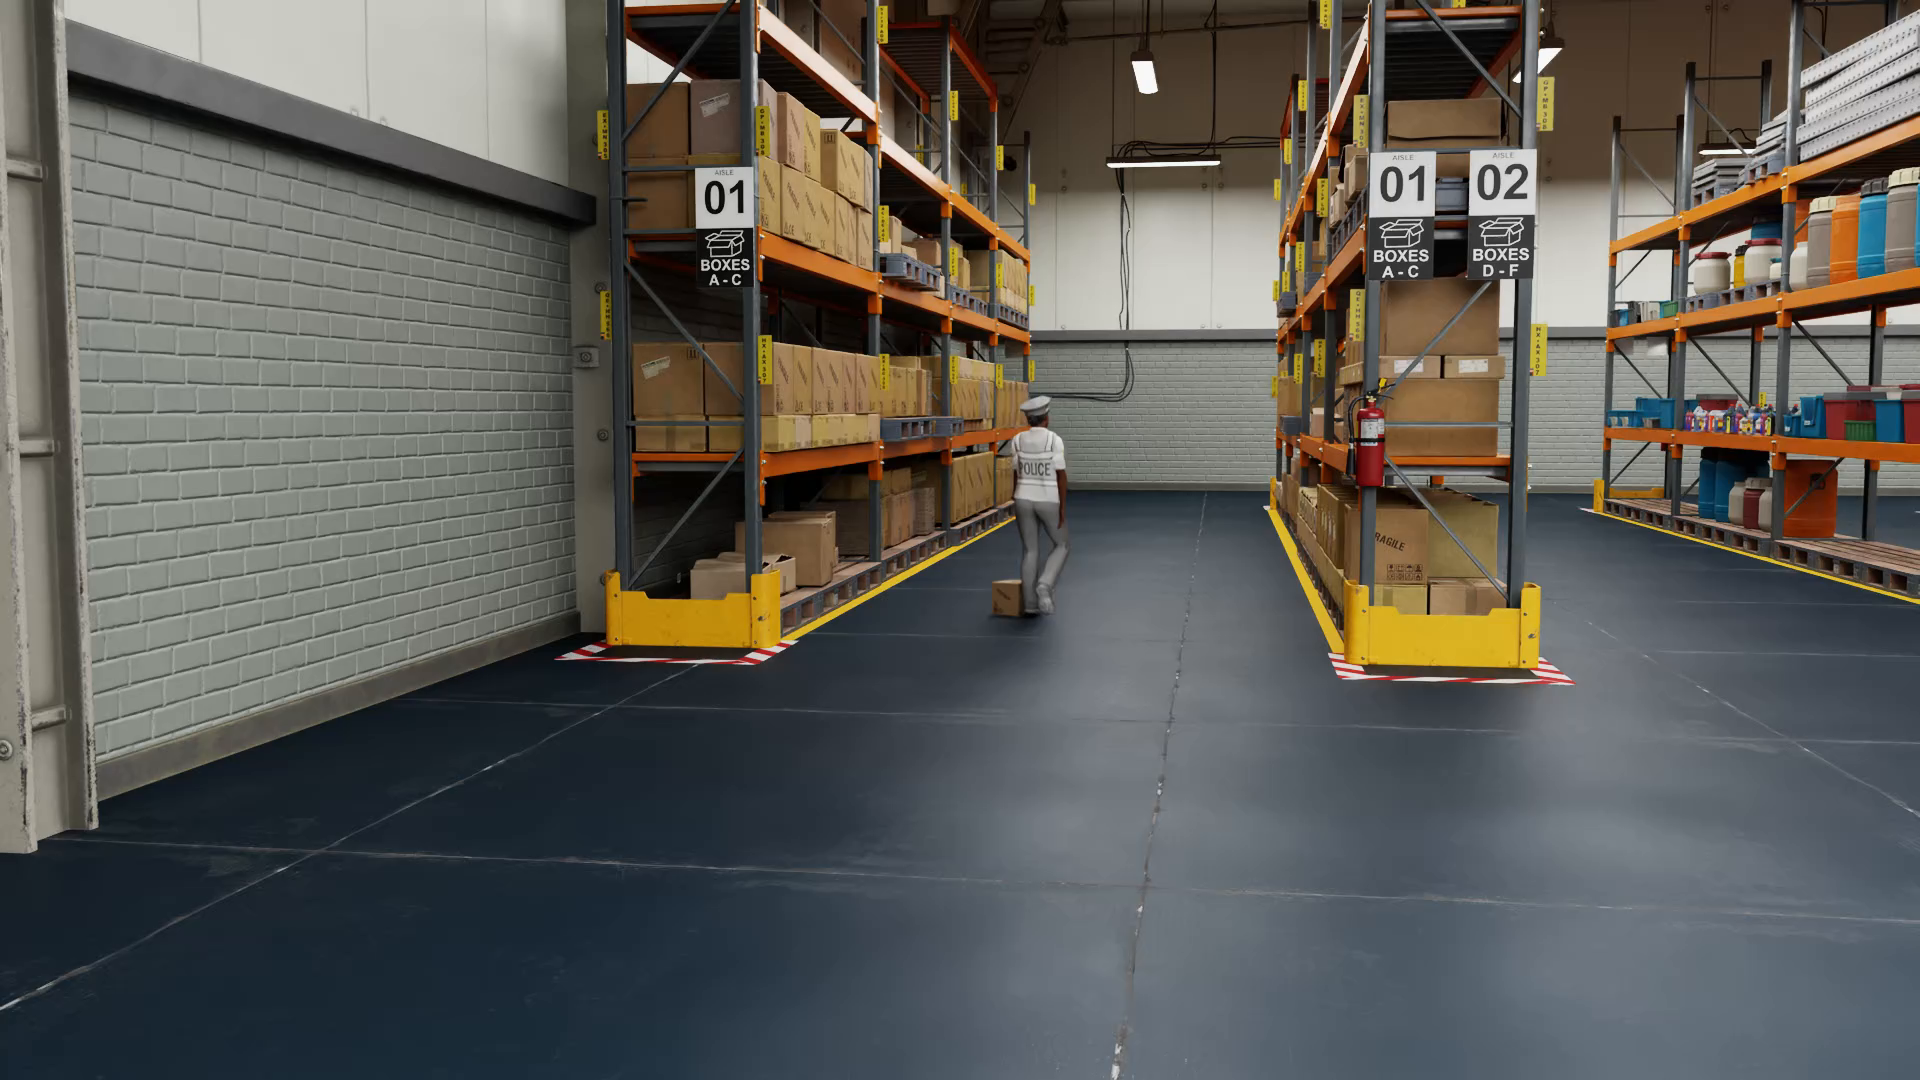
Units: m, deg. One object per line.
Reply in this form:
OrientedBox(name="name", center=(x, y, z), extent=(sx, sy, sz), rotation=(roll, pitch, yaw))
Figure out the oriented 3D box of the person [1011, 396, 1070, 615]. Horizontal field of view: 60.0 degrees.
OrientedBox(name="person", center=(0.624, -0.267, 12.830), extent=(0.456, 1.687, 0.442), rotation=(1, 5, 18))
